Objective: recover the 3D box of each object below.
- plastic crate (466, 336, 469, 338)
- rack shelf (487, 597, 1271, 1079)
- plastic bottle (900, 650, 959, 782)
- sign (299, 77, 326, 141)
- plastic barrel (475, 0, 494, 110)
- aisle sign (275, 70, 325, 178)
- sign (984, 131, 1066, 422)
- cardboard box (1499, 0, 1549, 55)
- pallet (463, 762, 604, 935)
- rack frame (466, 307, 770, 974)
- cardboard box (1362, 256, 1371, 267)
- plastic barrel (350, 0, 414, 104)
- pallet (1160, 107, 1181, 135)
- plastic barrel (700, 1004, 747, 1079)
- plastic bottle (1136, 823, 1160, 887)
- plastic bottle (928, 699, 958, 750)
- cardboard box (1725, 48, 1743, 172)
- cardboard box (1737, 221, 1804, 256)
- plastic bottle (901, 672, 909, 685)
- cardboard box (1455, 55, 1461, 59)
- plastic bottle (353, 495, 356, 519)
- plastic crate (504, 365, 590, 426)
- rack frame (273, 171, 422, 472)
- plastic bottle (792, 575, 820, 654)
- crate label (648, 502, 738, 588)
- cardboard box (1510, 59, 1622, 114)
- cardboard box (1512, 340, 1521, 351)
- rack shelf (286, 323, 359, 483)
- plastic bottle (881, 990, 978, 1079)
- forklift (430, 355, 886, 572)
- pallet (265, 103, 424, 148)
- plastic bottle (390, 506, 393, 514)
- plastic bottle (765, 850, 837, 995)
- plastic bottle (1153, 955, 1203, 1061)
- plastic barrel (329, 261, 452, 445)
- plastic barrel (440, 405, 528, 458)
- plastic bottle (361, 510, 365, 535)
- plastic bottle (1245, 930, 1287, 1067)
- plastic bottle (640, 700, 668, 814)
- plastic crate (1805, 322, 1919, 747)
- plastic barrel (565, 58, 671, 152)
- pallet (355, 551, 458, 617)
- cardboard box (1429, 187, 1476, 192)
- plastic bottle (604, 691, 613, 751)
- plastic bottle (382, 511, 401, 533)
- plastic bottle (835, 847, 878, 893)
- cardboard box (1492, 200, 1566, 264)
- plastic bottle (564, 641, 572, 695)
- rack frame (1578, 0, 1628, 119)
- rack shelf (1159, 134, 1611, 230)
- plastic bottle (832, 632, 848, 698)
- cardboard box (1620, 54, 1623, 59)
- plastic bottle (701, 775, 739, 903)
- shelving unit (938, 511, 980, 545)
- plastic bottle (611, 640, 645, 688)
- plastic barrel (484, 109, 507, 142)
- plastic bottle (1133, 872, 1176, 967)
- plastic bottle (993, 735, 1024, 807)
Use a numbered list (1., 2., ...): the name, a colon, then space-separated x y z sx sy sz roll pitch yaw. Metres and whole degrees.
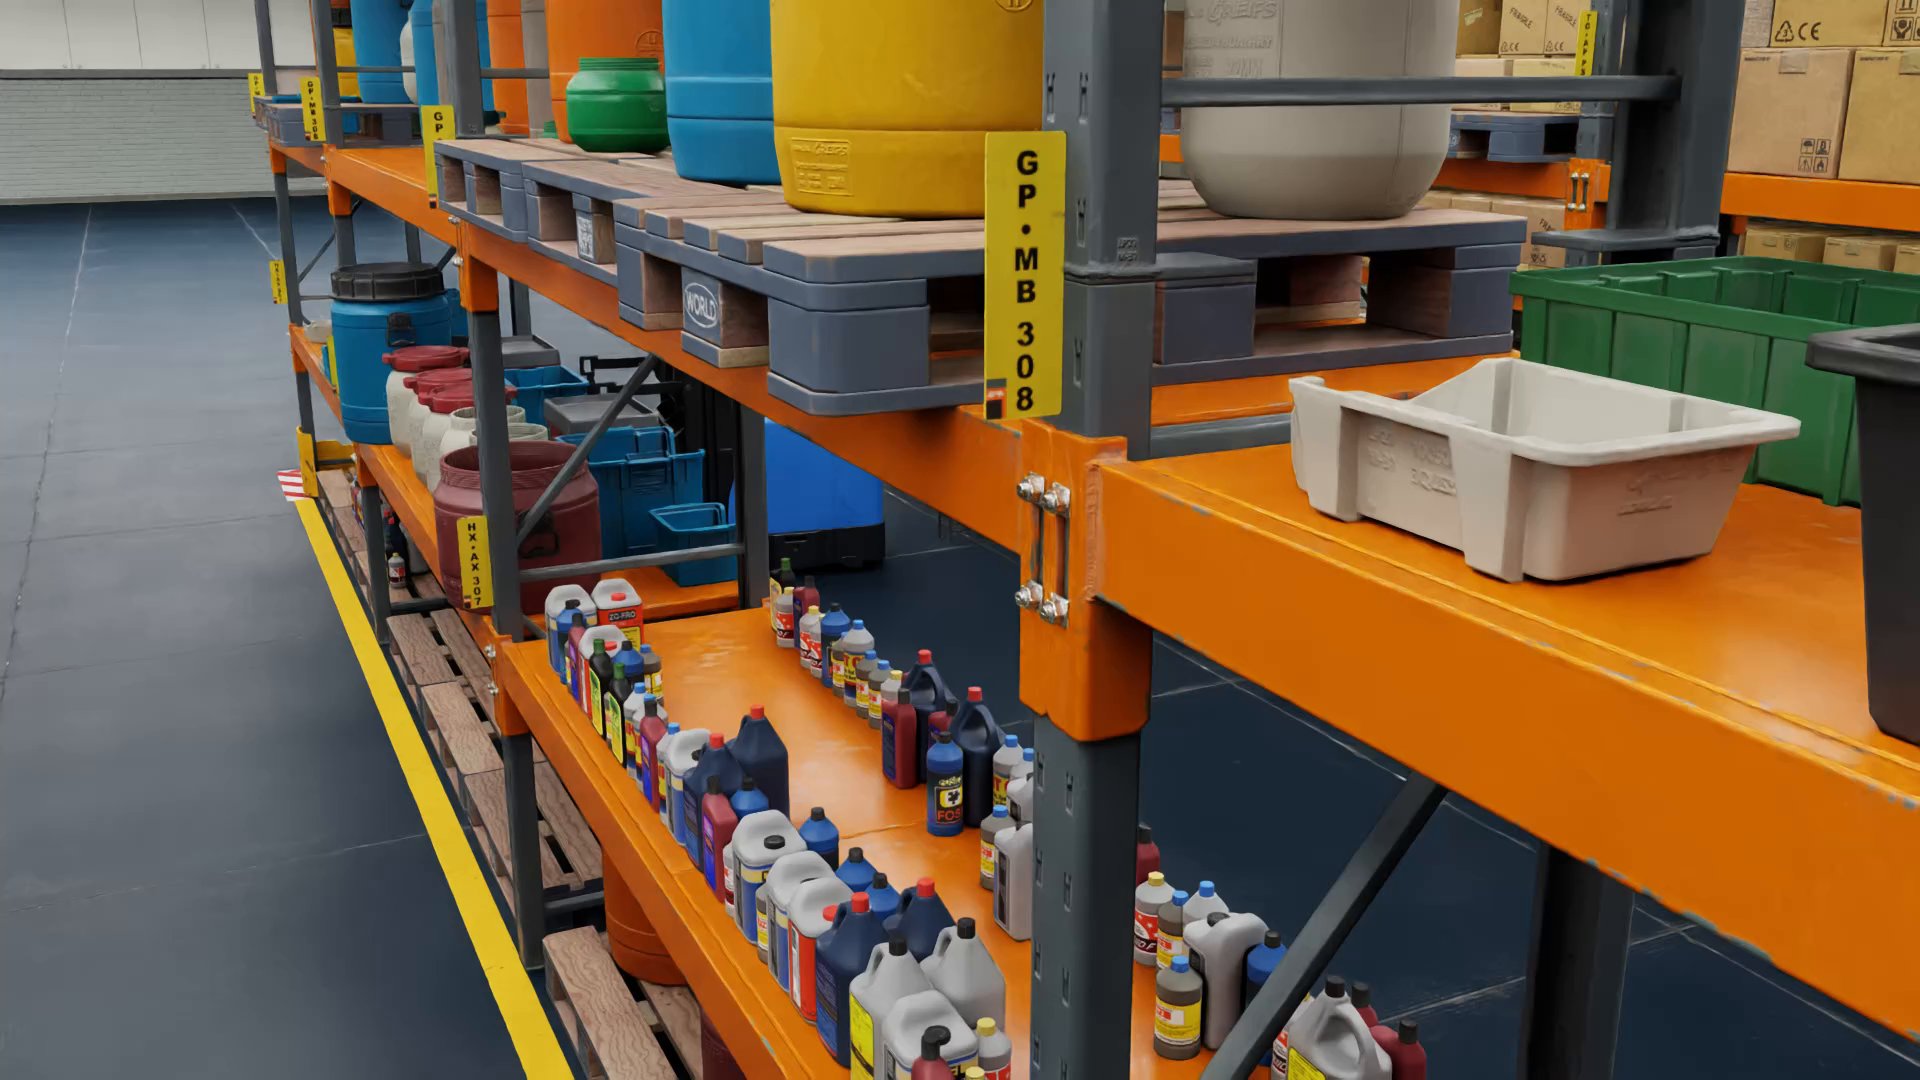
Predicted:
1. plastic crate: -3.276 -1.172 10.782 0.450 0.188 0.662 -8 18 -25
2. rack shelf: -0.307 0.930 4.376 1.077 0.370 4.000 -8 18 -25
3. plastic bottle: -0.089 0.489 4.699 0.144 0.351 0.185 -8 18 -25
4. sign: -3.435 -2.286 8.824 0.100 0.325 0.005 -8 18 -25
5. plastic barrel: -1.945 -2.162 7.500 0.600 0.901 0.708 -8 18 -25
6. aisle sign: -4.983 -3.127 12.497 0.394 0.787 0.004 -8 18 -25
7. sign: 0.074 -0.300 1.904 0.100 0.325 0.005 -8 18 -25
8. cardboard box: 5.019 -4.435 14.299 0.500 0.500 0.500 -8 18 -27
9. pallet: -1.488 1.232 7.075 1.003 0.211 1.213 -8 18 -25
10. rack frame: -1.183 0.088 6.005 1.000 3.000 0.127 -8 18 -25
11. cardboard box: 4.146 -2.871 16.552 0.500 0.250 0.500 -8 18 -27
12. plastic barrel: -3.275 -3.048 9.825 0.600 0.901 0.708 -8 18 -25
13. pallet: 1.917 -2.634 10.400 0.805 0.209 1.217 -8 18 -27
14. plastic barrel: -0.459 1.445 4.888 0.600 0.588 0.708 -8 18 -25
15. plastic bottle: 0.403 0.774 3.829 0.061 0.283 0.133 -8 18 -25
16. plastic bottle: -0.037 0.563 4.563 0.061 0.283 0.133 -8 18 -25
17. cardboard box: 3.493 -1.895 7.297 0.910 0.500 0.500 -8 18 -25
18. cardboard box: 6.163 -2.230 13.104 0.700 0.500 0.500 -8 18 -25
19. plastic bottle: -0.122 0.477 4.863 0.061 0.283 0.133 -8 18 -25
20. cardboard box: 4.574 -4.213 15.339 0.500 0.500 0.500 -7 17 -22
21. plastic bottle: -4.128 -0.249 11.455 0.097 0.201 0.097 0 16 0
22. plastic crate: -2.173 -0.660 8.641 0.392 0.384 0.575 -8 18 -25
23. rack frame: -4.688 -1.895 12.917 1.000 3.000 0.127 -8 18 -25
24. plastic bottle: -0.521 0.250 5.652 0.061 0.283 0.133 -8 18 -25
25. crate label: -1.031 0.019 6.550 0.303 0.233 0.416 -8 18 -25
26. cardboard box: 3.022 -2.187 8.005 0.500 0.250 0.500 -9 18 -29
27. cardboard box: 4.966 -1.591 15.590 0.700 0.500 0.500 -9 18 -28
28. rack shelf: -3.812 -1.054 11.288 1.077 0.370 4.000 -8 18 -25
29. plastic bottle: -0.054 0.991 3.086 0.152 0.276 0.135 -8 18 -25
30. forklift: -2.073 -1.224 10.701 3.031 2.935 1.130 -5 17 -17
31. pallet: -3.339 -2.422 9.656 1.213 0.211 1.003 -8 18 -25
32. plastic bottle: -3.674 -0.116 10.842 0.061 0.283 0.133 -8 18 -25
33. plastic bottle: -0.334 0.832 3.638 0.152 0.276 0.135 -8 18 -25
34. plastic bottle: 0.445 0.944 3.384 0.097 0.201 0.097 0 16 0
35. plastic barrel: -3.039 -1.012 8.931 0.600 0.901 0.708 -8 18 -25
36. plastic barrel: -2.010 -0.299 7.152 0.421 0.512 0.421 0 16 0
37. plastic bottle: -3.936 -0.140 11.077 0.097 0.201 0.097 0 16 0
38. plastic bottle: 0.624 0.916 3.354 0.097 0.271 0.097 0 16 0
39. plastic bottle: -0.819 0.583 4.493 0.061 0.283 0.133 -8 18 -25
40. plastic crate: 0.867 0.042 0.964 0.497 0.269 0.590 -8 18 -25
41. plastic barrel: -0.926 -1.190 4.542 0.294 0.245 0.294 0 16 0
42. pallet: -3.192 0.265 10.444 1.003 0.211 1.213 -8 18 -25
43. cardboard box: 4.827 -3.173 16.247 0.500 0.500 0.500 -7 18 -24
44. plastic bottle: -0.997 0.510 4.895 0.097 0.201 0.097 0 16 0
45. plastic bottle: -3.561 -0.014 10.367 0.144 0.351 0.185 -9 18 -28
46. plastic bottle: -0.230 0.815 3.707 0.097 0.271 0.097 0 16 0
47. cardboard box: 5.050 -2.728 14.694 0.500 0.500 0.500 -8 18 -26
48. plastic bottle: -1.215 0.386 5.326 0.097 0.201 0.097 0 16 0
49. rack frame: 3.271 -3.393 7.260 1.000 3.000 0.127 -8 18 -25
50. rack shelf: 2.395 -2.101 9.501 1.077 0.370 4.000 -8 18 -25
51. plastic bottle: -0.359 0.393 5.303 0.097 0.201 0.097 0 16 0
52. cardboard box: 5.526 -3.696 13.537 0.500 0.500 0.500 -7 17 -23
53. plastic bottle: -0.578 0.719 4.018 0.061 0.283 0.133 -8 18 -25
54. shelving unit: -0.006 -0.580 11.598 0.258 1.200 0.189 -8 18 -25
55. plastic bottle: -1.001 0.436 5.027 0.097 0.271 0.097 0 16 0
56. plastic barrel: -1.950 -1.574 6.611 0.301 0.262 0.301 0 16 0
57. plastic bottle: 0.437 0.844 3.732 0.097 0.201 0.097 0 16 0
58. plastic bottle: 0.133 0.638 4.323 0.097 0.271 0.097 0 16 0
